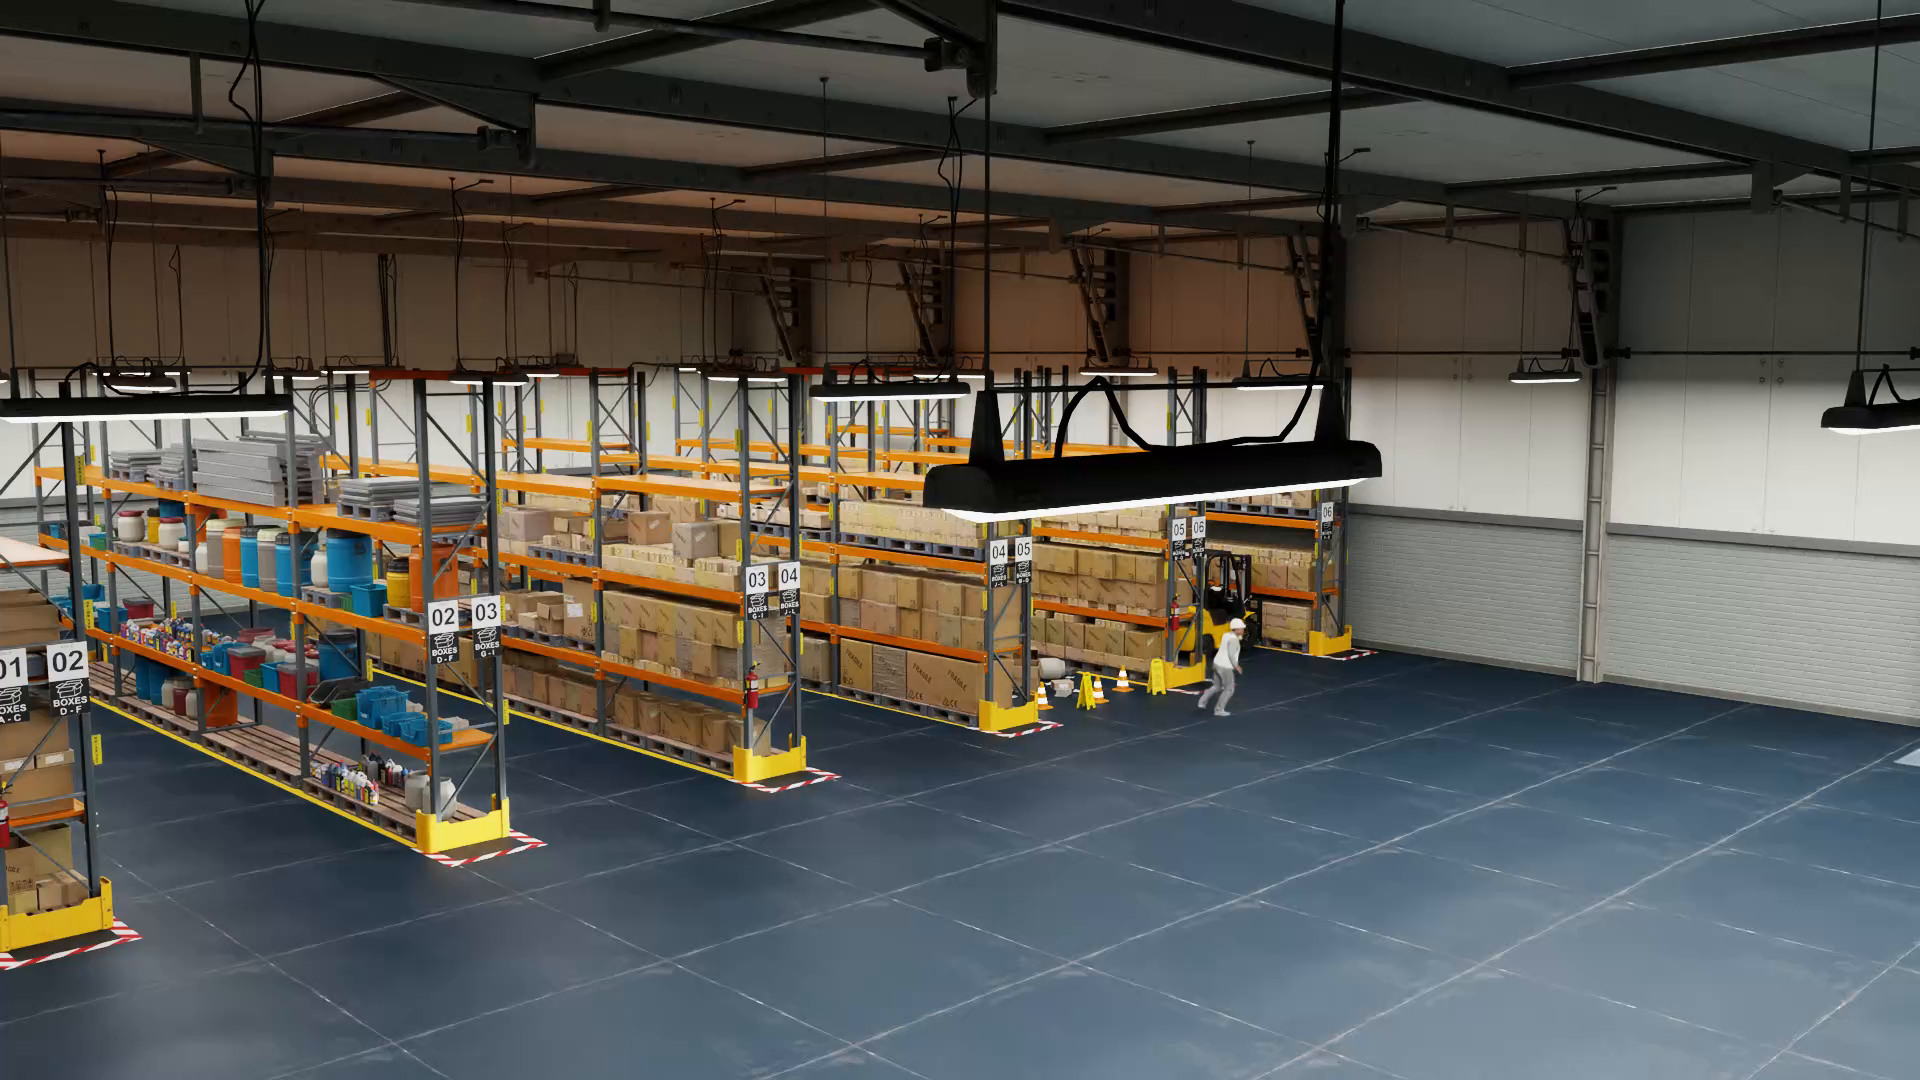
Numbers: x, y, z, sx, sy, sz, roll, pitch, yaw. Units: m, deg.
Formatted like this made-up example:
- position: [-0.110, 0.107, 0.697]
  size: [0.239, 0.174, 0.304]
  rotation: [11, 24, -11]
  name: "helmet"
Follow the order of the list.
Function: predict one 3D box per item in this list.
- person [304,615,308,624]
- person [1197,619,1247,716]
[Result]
- position: [-14.547, 1.366, 37.229]
  size: [0.626, 1.573, 0.531]
  rotation: [-2, 7, -19]
  name: "person"
- position: [4.574, 2.218, 29.013]
  size: [0.798, 1.715, 0.646]
  rotation: [-1, 7, -11]
  name: "person"
